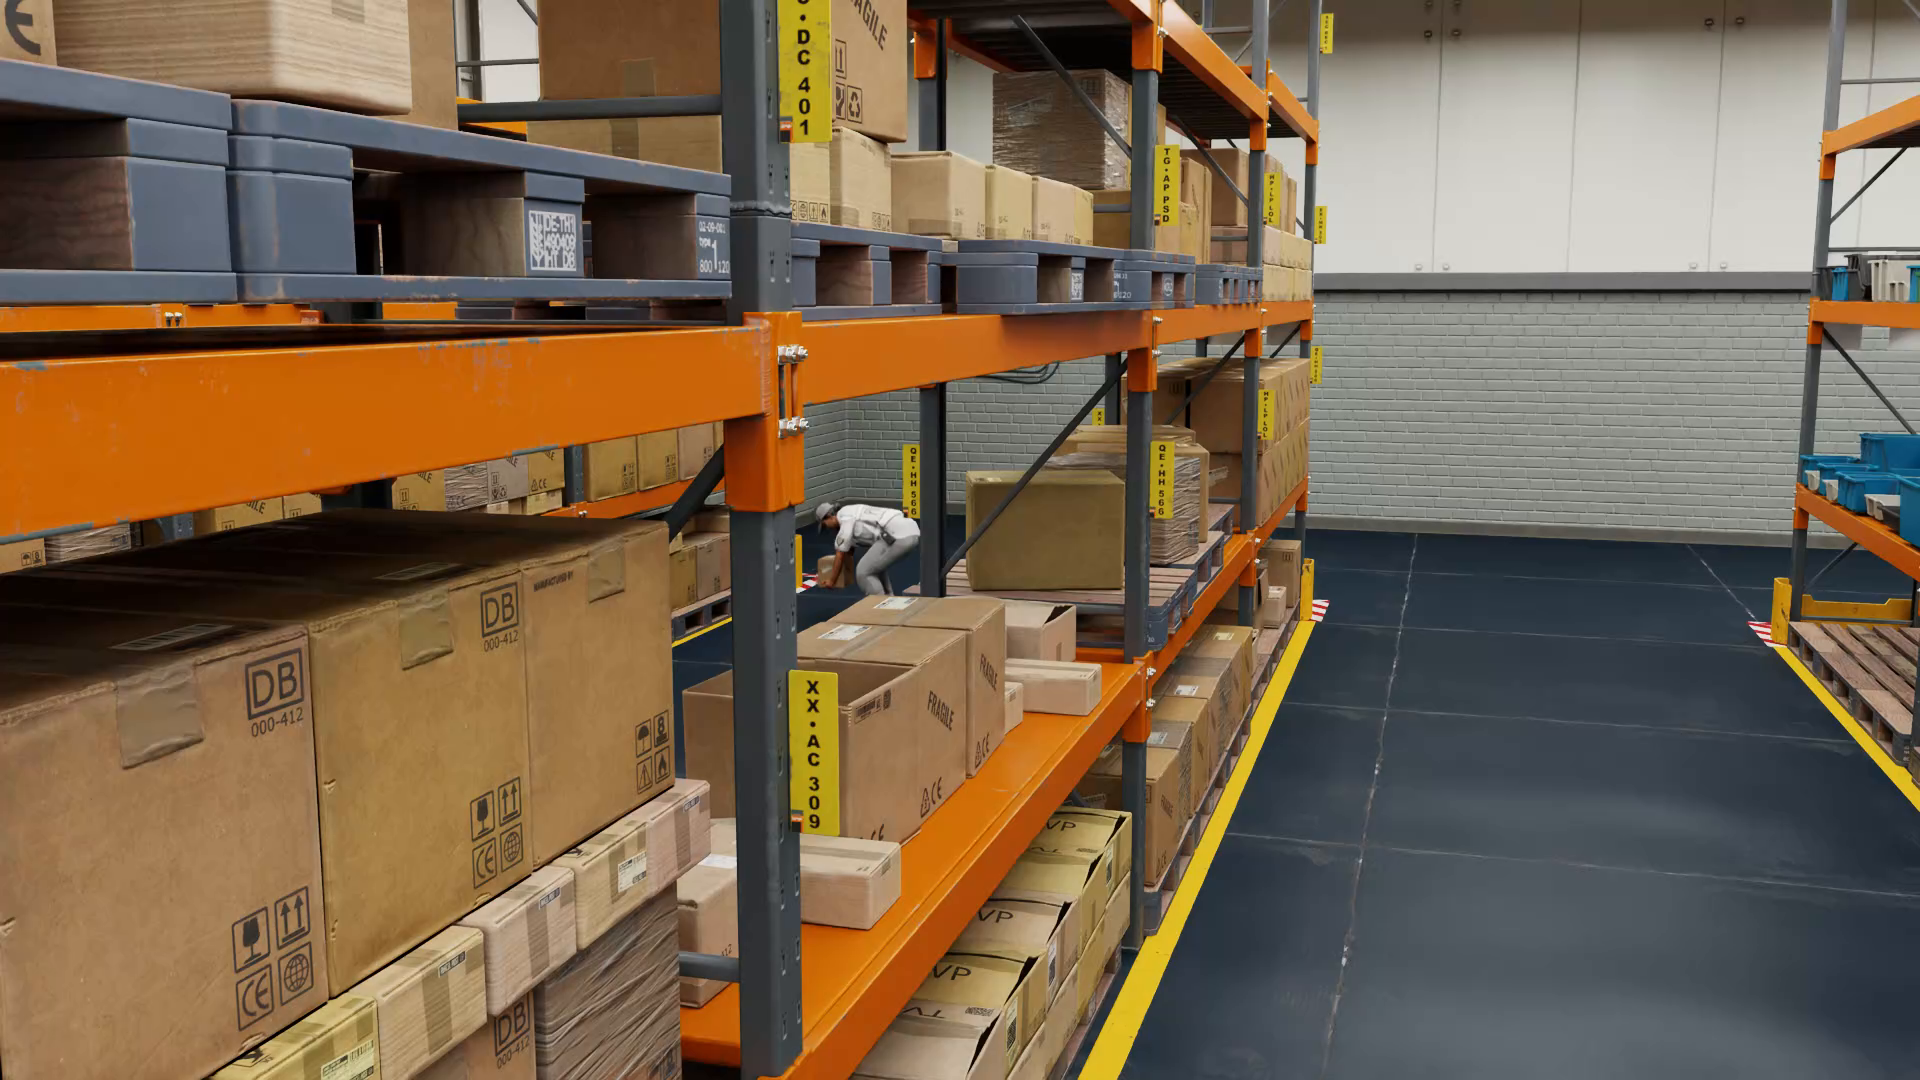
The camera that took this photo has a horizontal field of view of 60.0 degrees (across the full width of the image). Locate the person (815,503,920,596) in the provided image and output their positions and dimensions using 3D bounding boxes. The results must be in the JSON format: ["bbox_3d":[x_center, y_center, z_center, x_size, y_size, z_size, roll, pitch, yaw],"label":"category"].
[{"bbox_3d":[-0.826,0.191,14.716,0.938,1.031,0.504,2,9,13],"label":"person"}]
